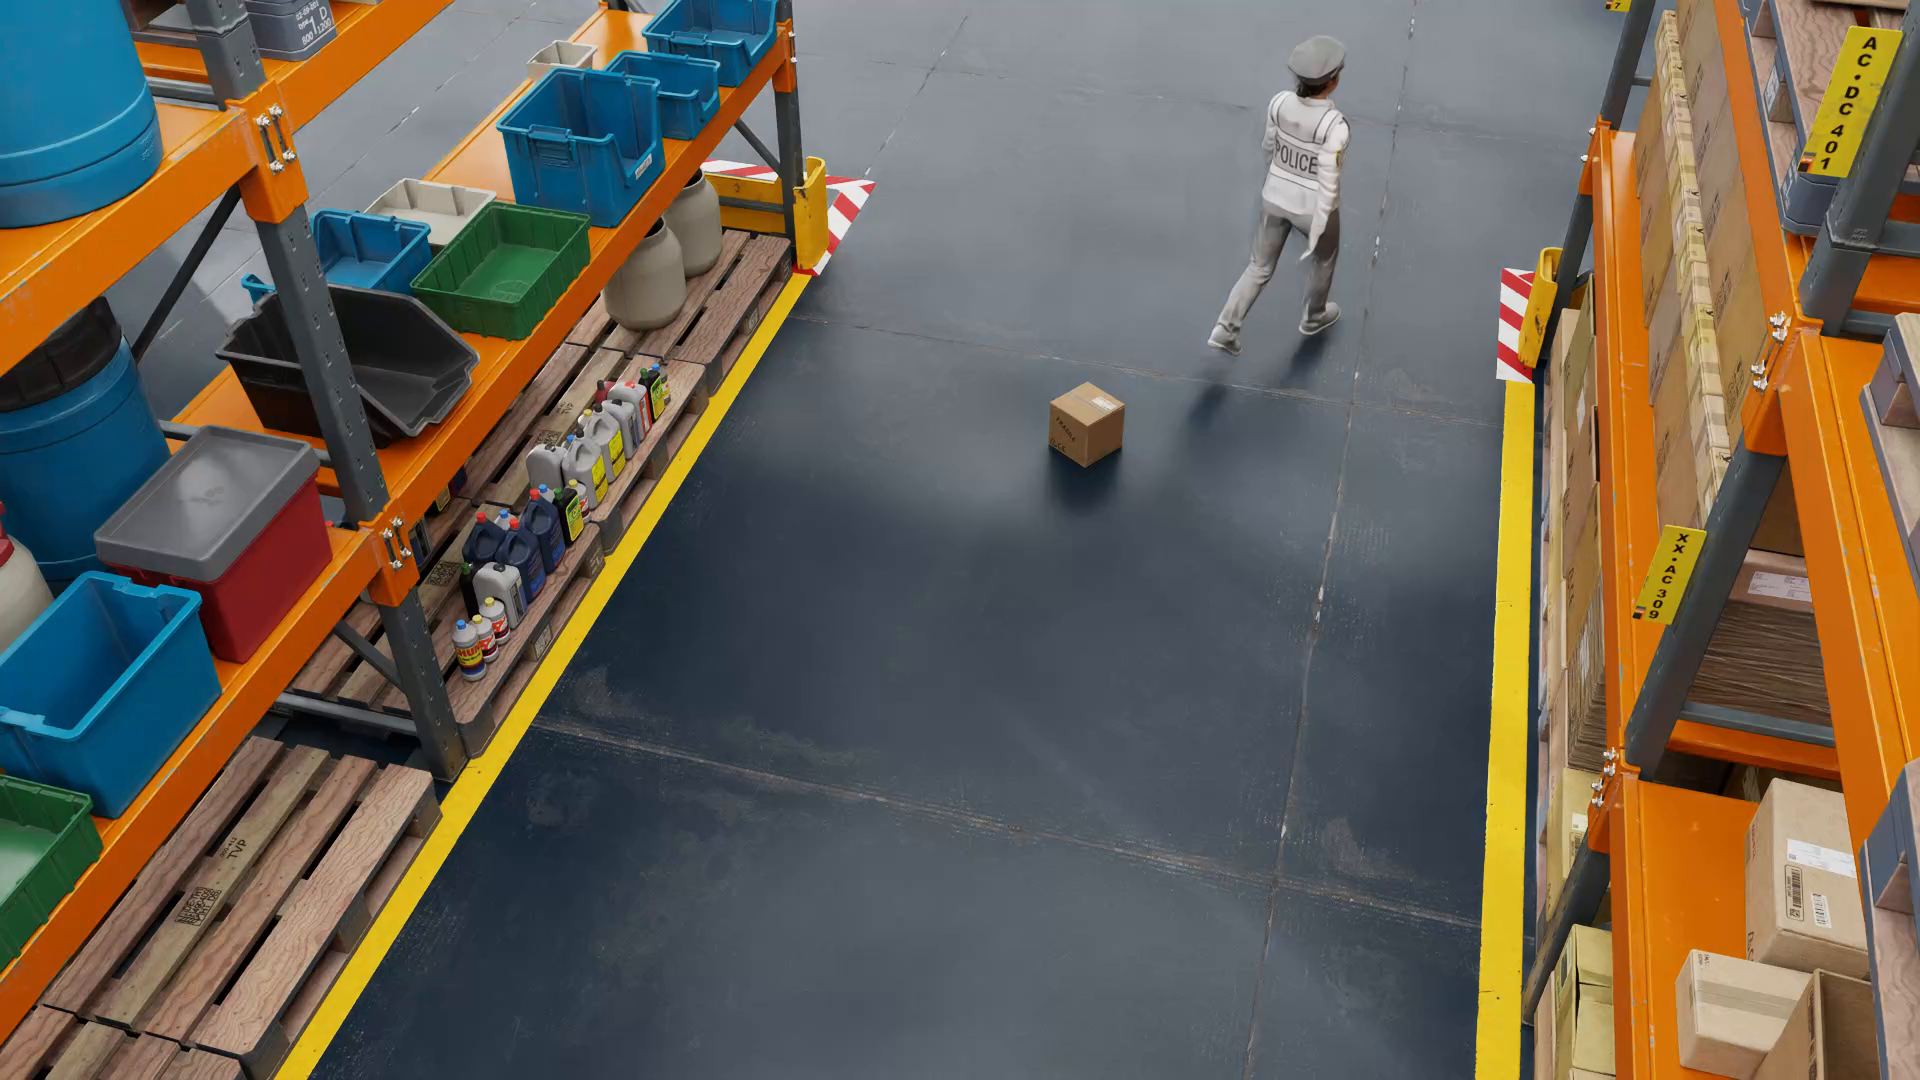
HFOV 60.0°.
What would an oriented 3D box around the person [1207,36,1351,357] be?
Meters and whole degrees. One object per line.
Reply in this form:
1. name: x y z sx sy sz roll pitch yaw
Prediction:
1. person: 1.605 -1.617 7.962 0.485 1.643 0.906 29 49 29
